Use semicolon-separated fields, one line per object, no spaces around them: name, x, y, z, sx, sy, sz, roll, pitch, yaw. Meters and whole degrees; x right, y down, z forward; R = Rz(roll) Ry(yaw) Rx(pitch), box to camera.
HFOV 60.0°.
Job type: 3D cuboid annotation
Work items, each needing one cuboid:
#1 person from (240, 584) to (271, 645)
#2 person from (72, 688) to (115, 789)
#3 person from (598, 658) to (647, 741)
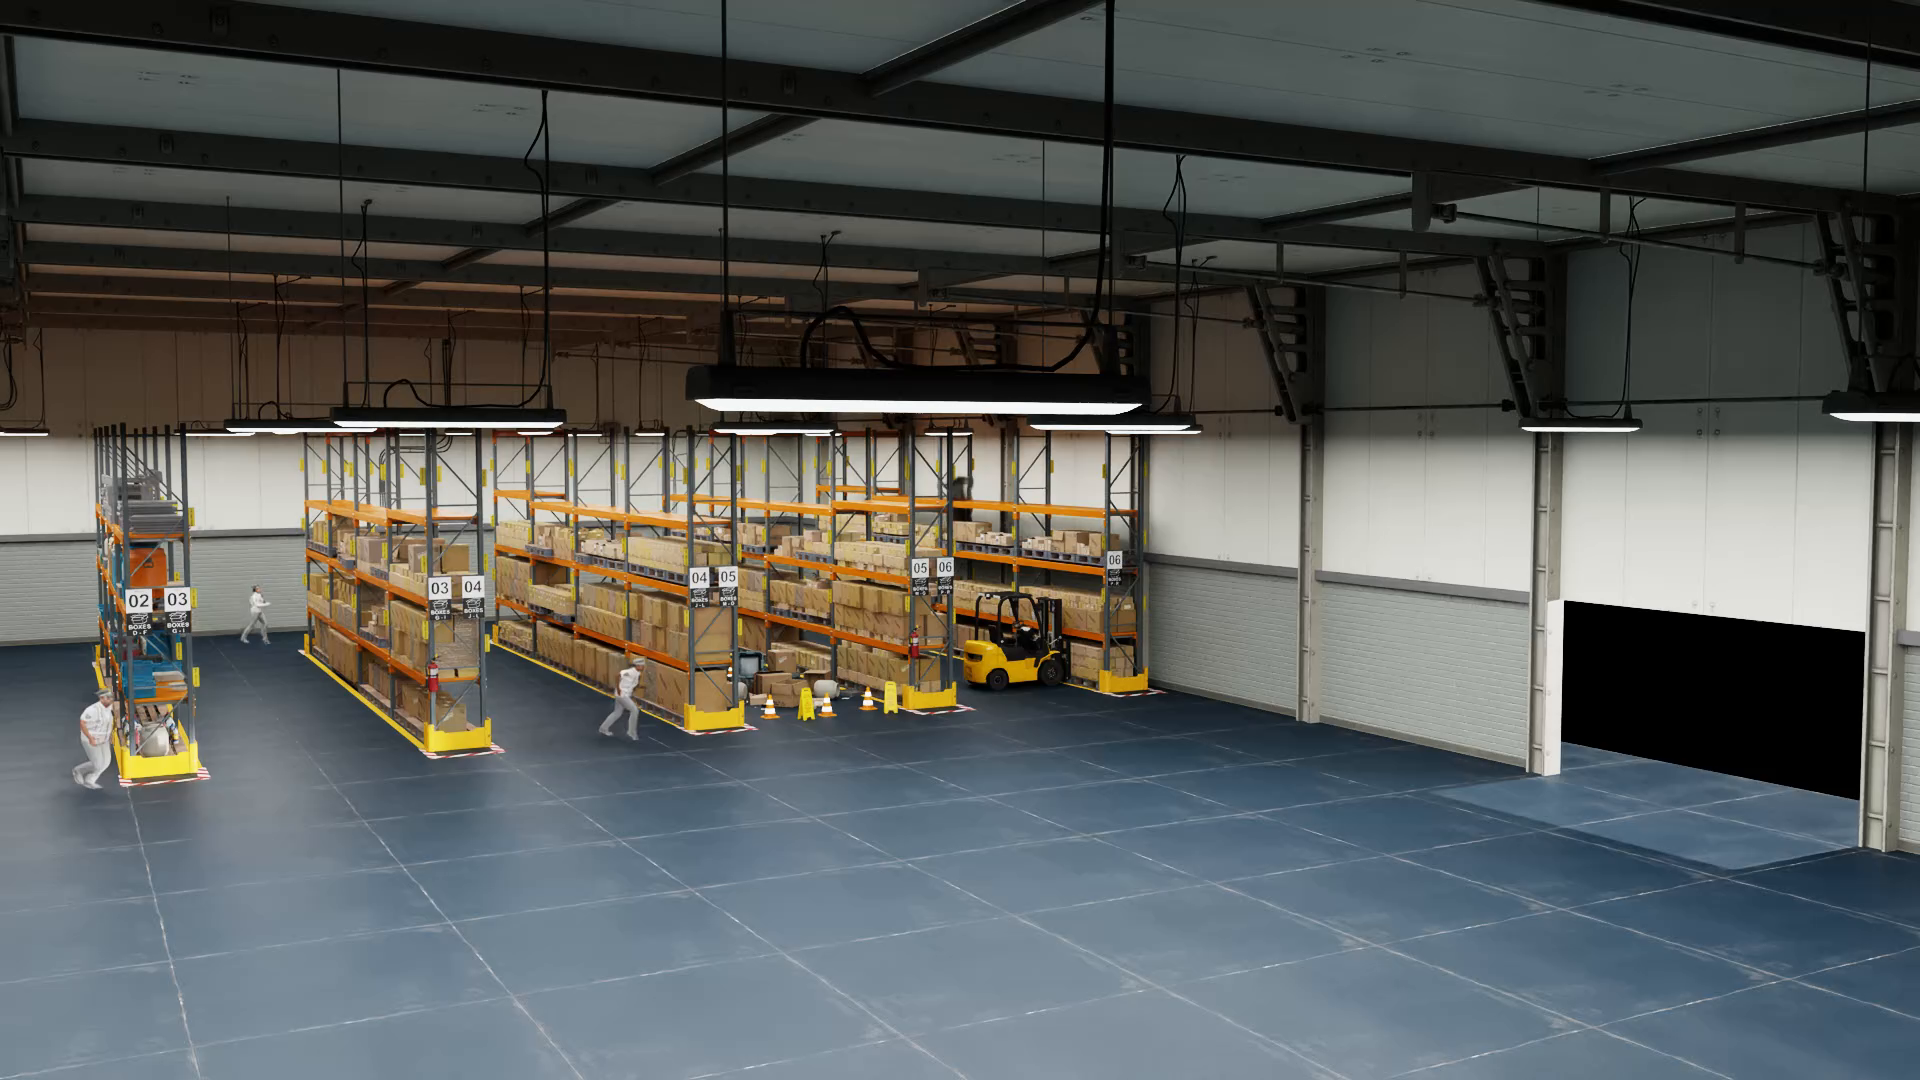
person;-19.583;2.073;46.237;0.846;1.740;0.585;0;3;-6
person;-14.182;3.254;27.246;0.715;1.687;0.679;1;4;12
person;-6.440;3.052;31.662;0.953;1.618;0.623;0;3;8
